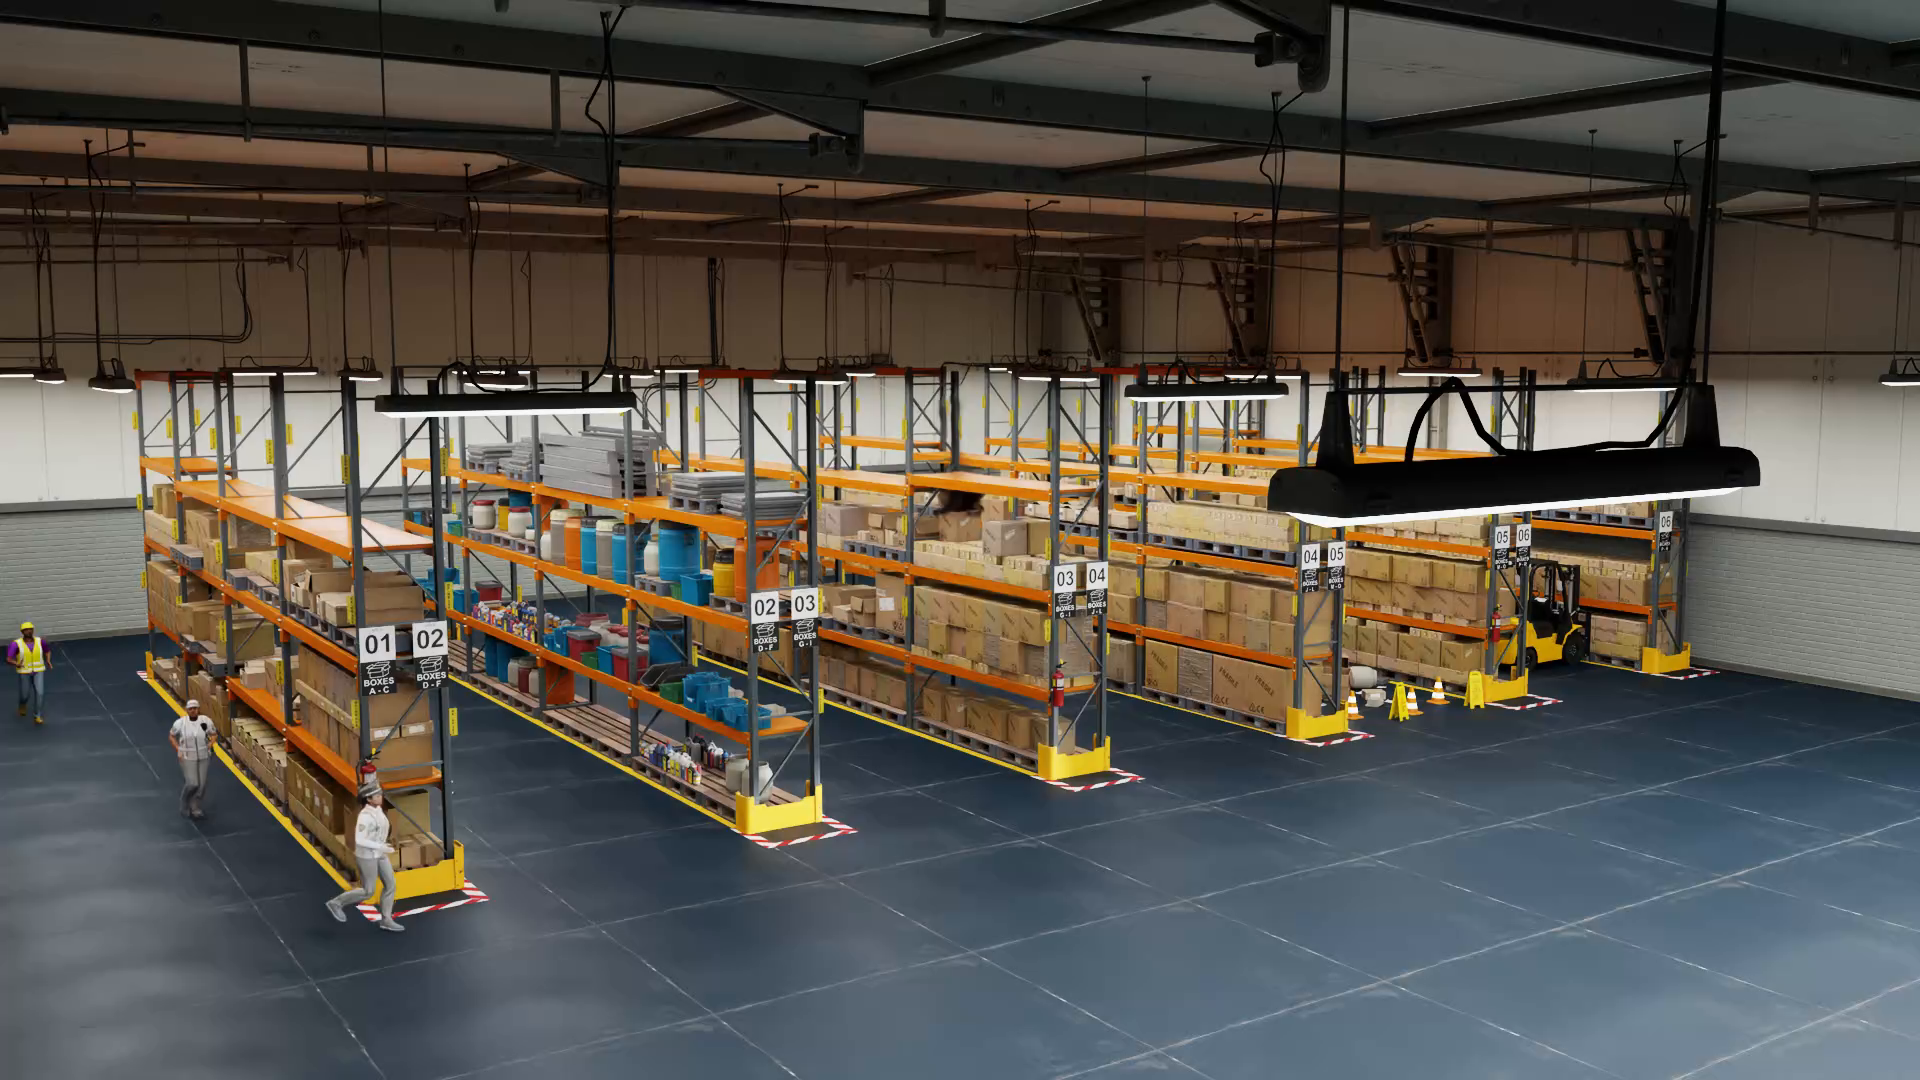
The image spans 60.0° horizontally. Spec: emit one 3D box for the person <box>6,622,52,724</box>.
[{"bbox_3d":[-15.921,2.262,28.488,0.714,1.733,0.791,-6,9,-41],"label":"person"}]

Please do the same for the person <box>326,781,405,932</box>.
[{"bbox_3d":[-6.512,3.461,18.199,0.824,1.679,0.606,0,6,2],"label":"person"}]

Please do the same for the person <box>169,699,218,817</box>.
[{"bbox_3d":[-10.366,2.979,22.581,0.587,1.621,0.583,-5,8,-36],"label":"person"}]
